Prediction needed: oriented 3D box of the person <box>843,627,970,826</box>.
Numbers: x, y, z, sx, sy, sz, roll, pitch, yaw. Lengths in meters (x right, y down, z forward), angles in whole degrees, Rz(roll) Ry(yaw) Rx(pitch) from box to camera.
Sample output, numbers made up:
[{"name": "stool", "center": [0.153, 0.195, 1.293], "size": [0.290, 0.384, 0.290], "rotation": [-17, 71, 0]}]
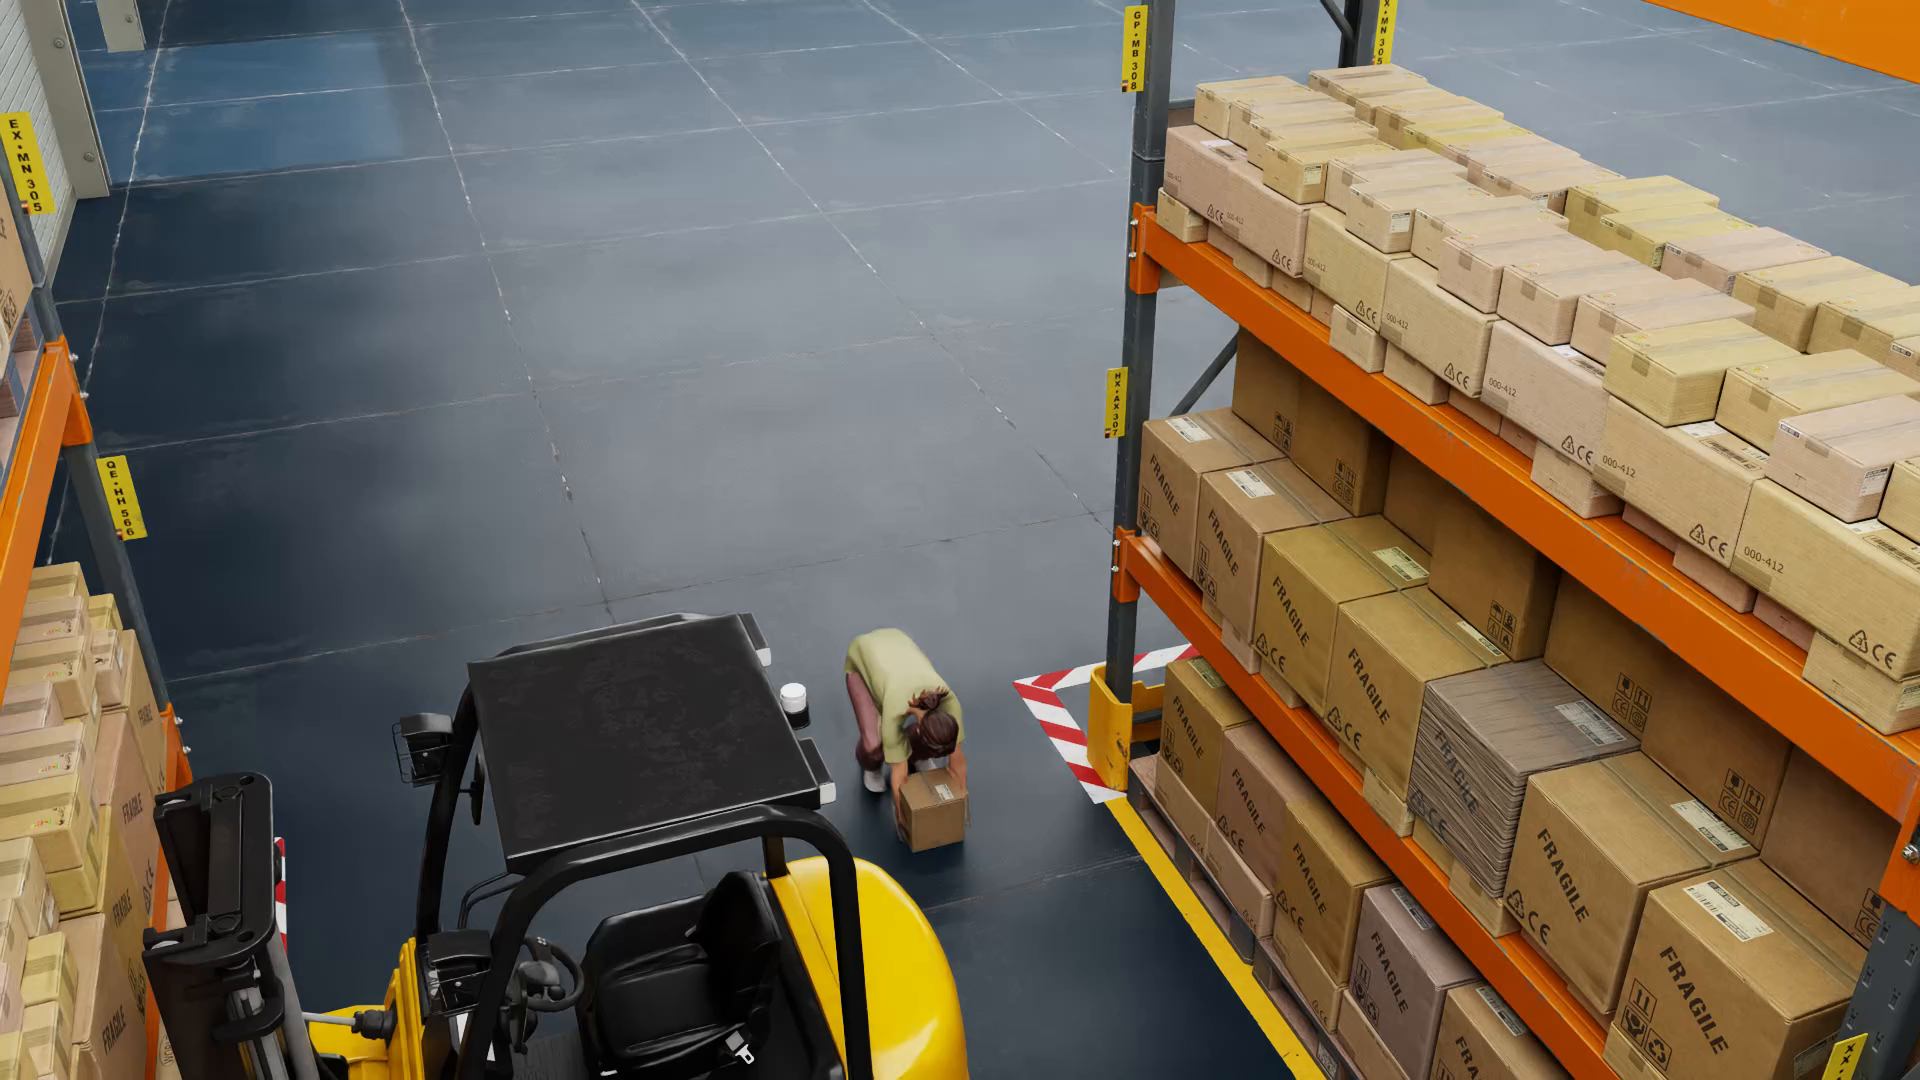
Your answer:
[{"name": "person", "center": [-0.250, 0.883, 7.763], "size": [0.468, 0.774, 0.864], "rotation": [-11, 32, -19]}]
